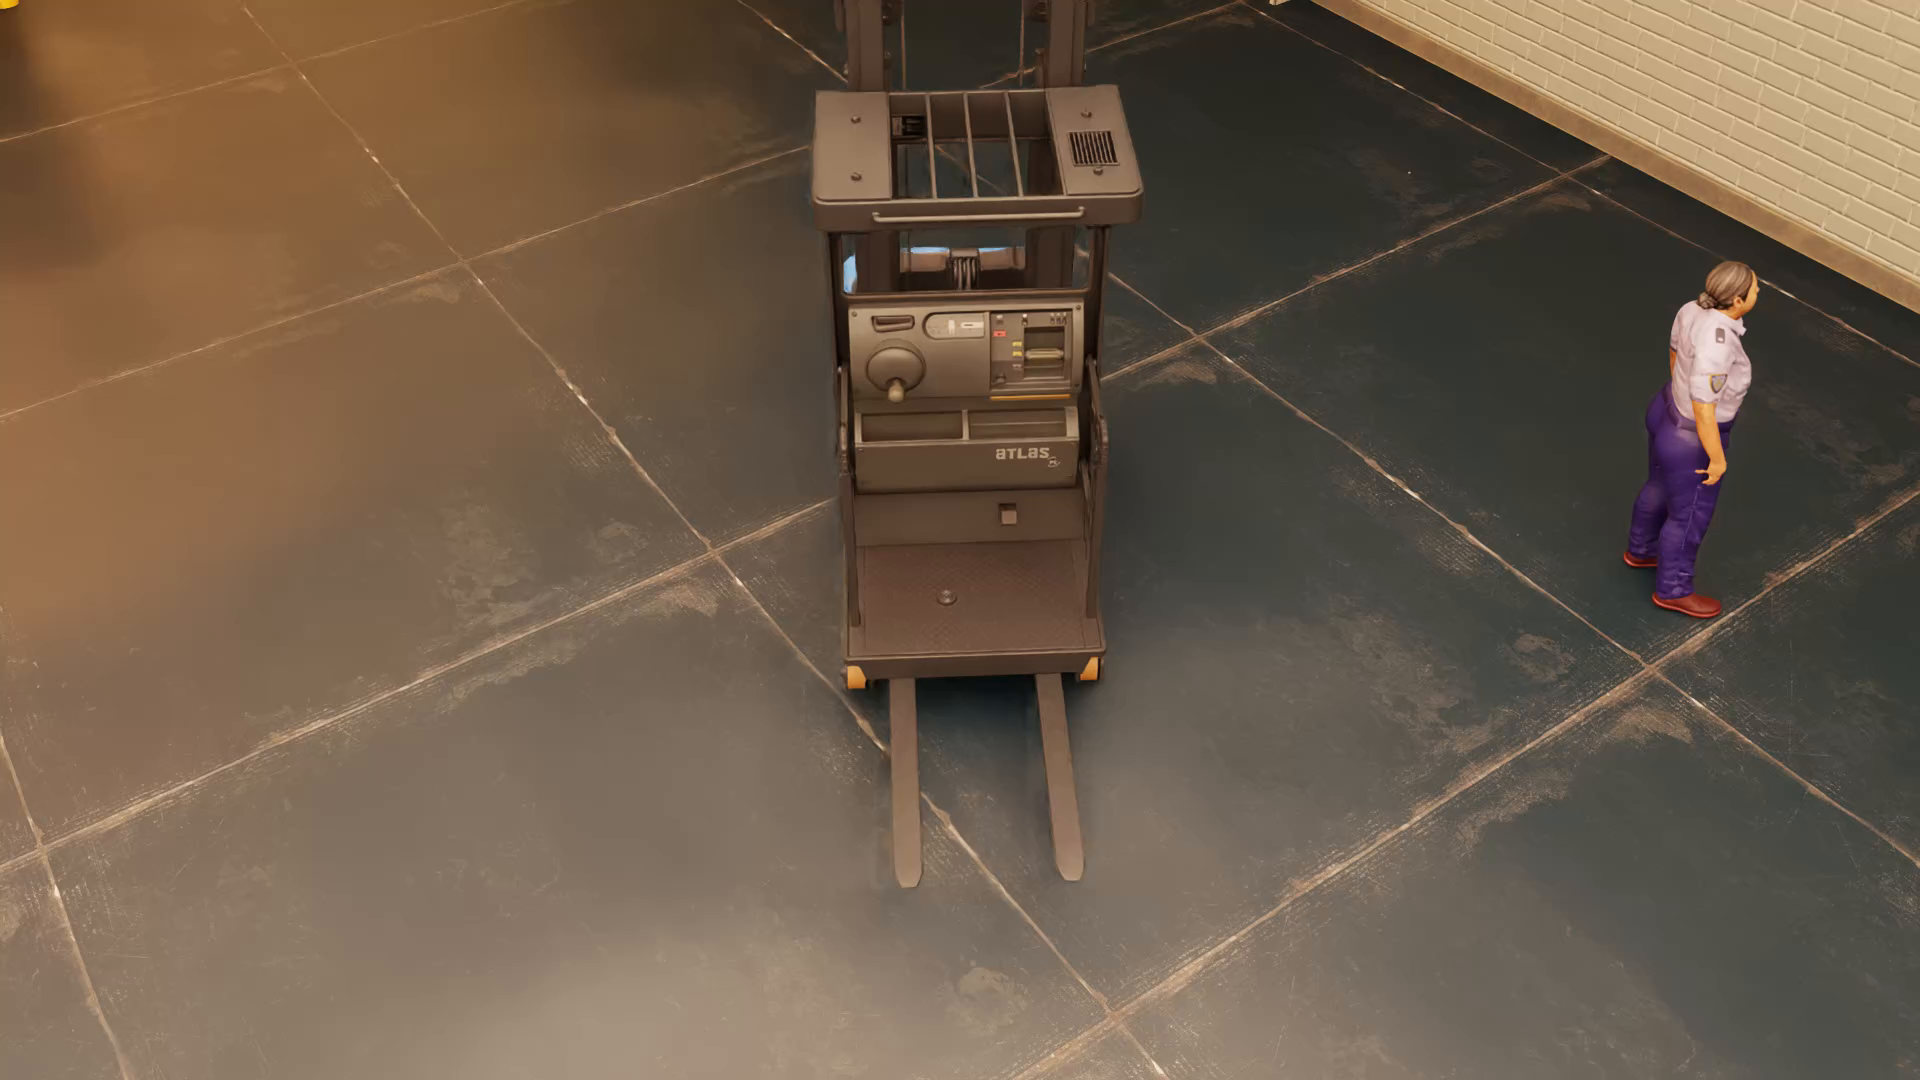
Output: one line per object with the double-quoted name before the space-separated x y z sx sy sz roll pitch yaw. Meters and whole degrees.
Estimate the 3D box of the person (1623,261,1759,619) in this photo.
"person" 3.221 -0.454 7.152 0.484 1.658 0.580 4 43 4

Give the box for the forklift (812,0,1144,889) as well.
"forklift" 0.040 -0.663 6.435 1.130 2.935 3.031 -2 43 -2
